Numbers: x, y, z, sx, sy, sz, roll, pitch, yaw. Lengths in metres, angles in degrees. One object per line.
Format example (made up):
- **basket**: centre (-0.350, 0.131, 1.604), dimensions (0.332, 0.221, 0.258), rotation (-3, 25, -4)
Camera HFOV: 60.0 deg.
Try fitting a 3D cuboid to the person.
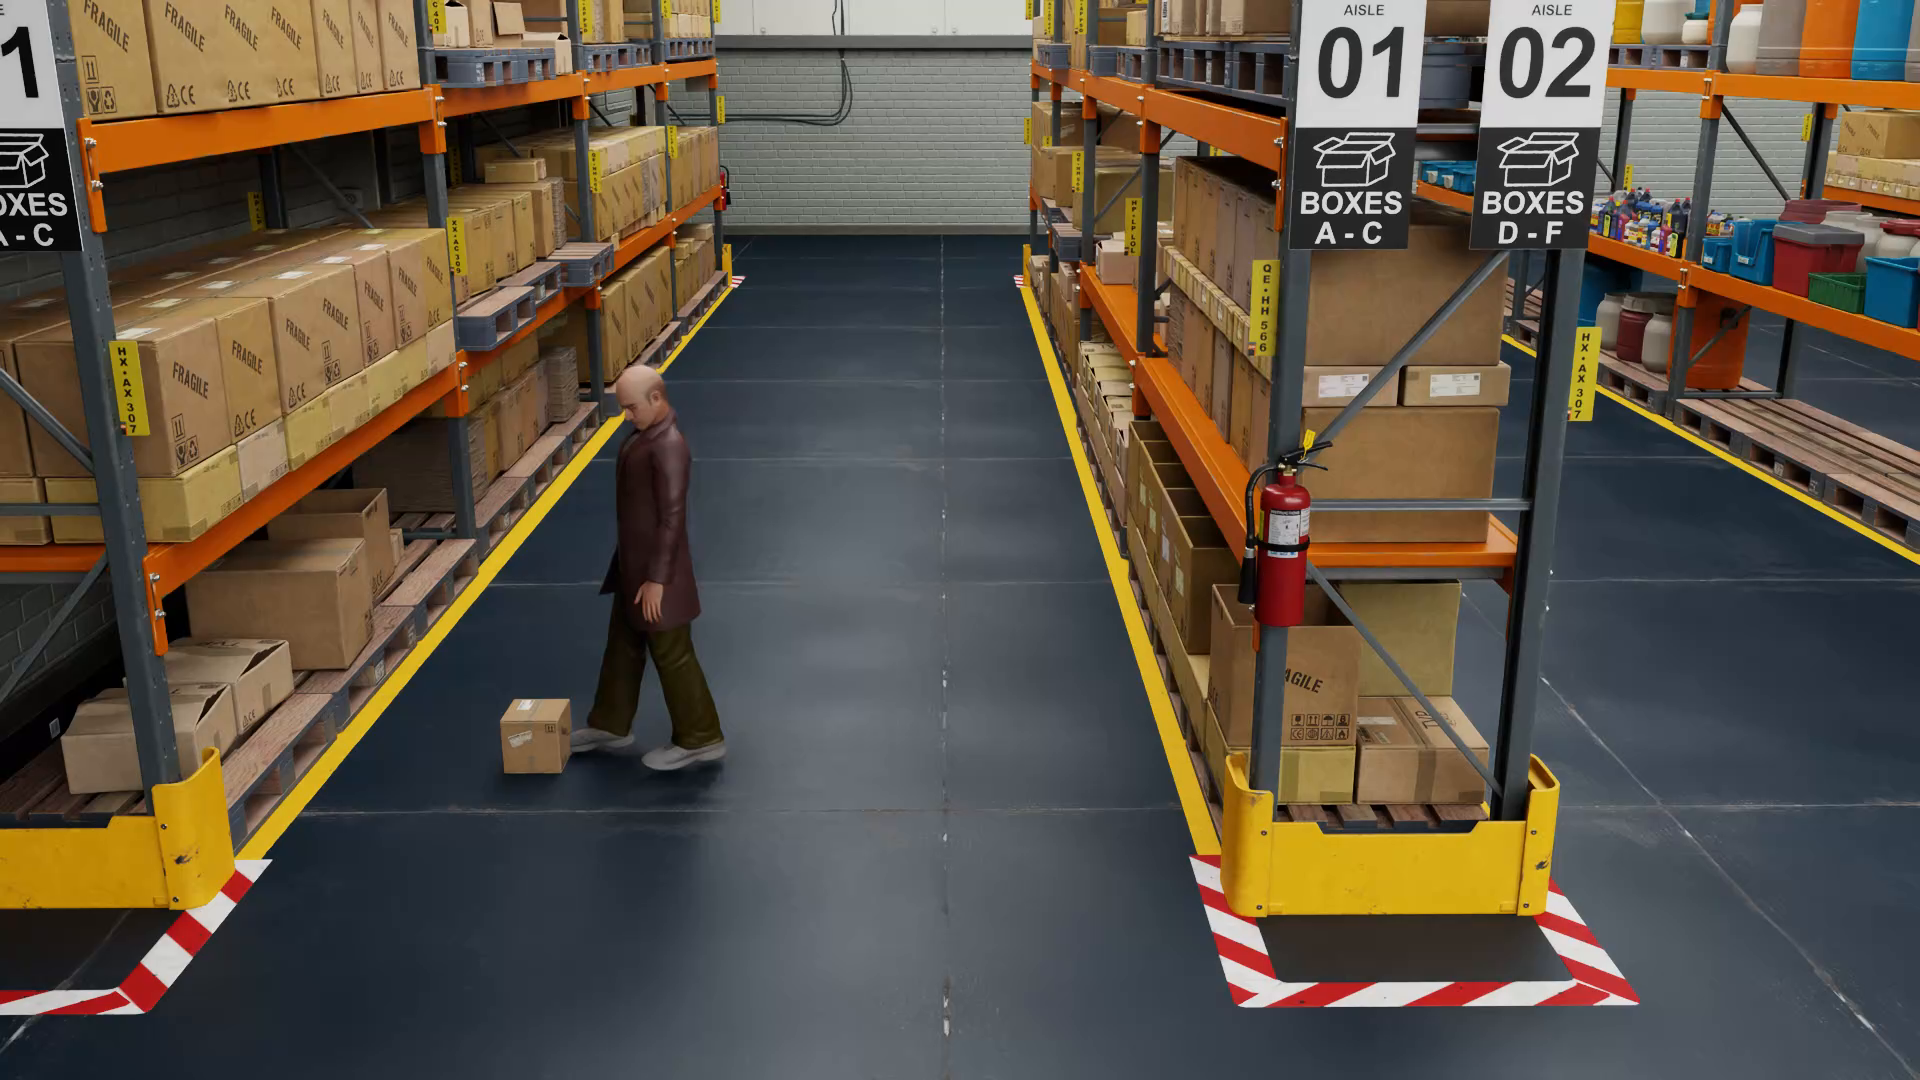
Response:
- **person**: centre (-1.408, 0.128, 7.085), dimensions (0.739, 1.764, 0.631), rotation (-5, 18, -15)
